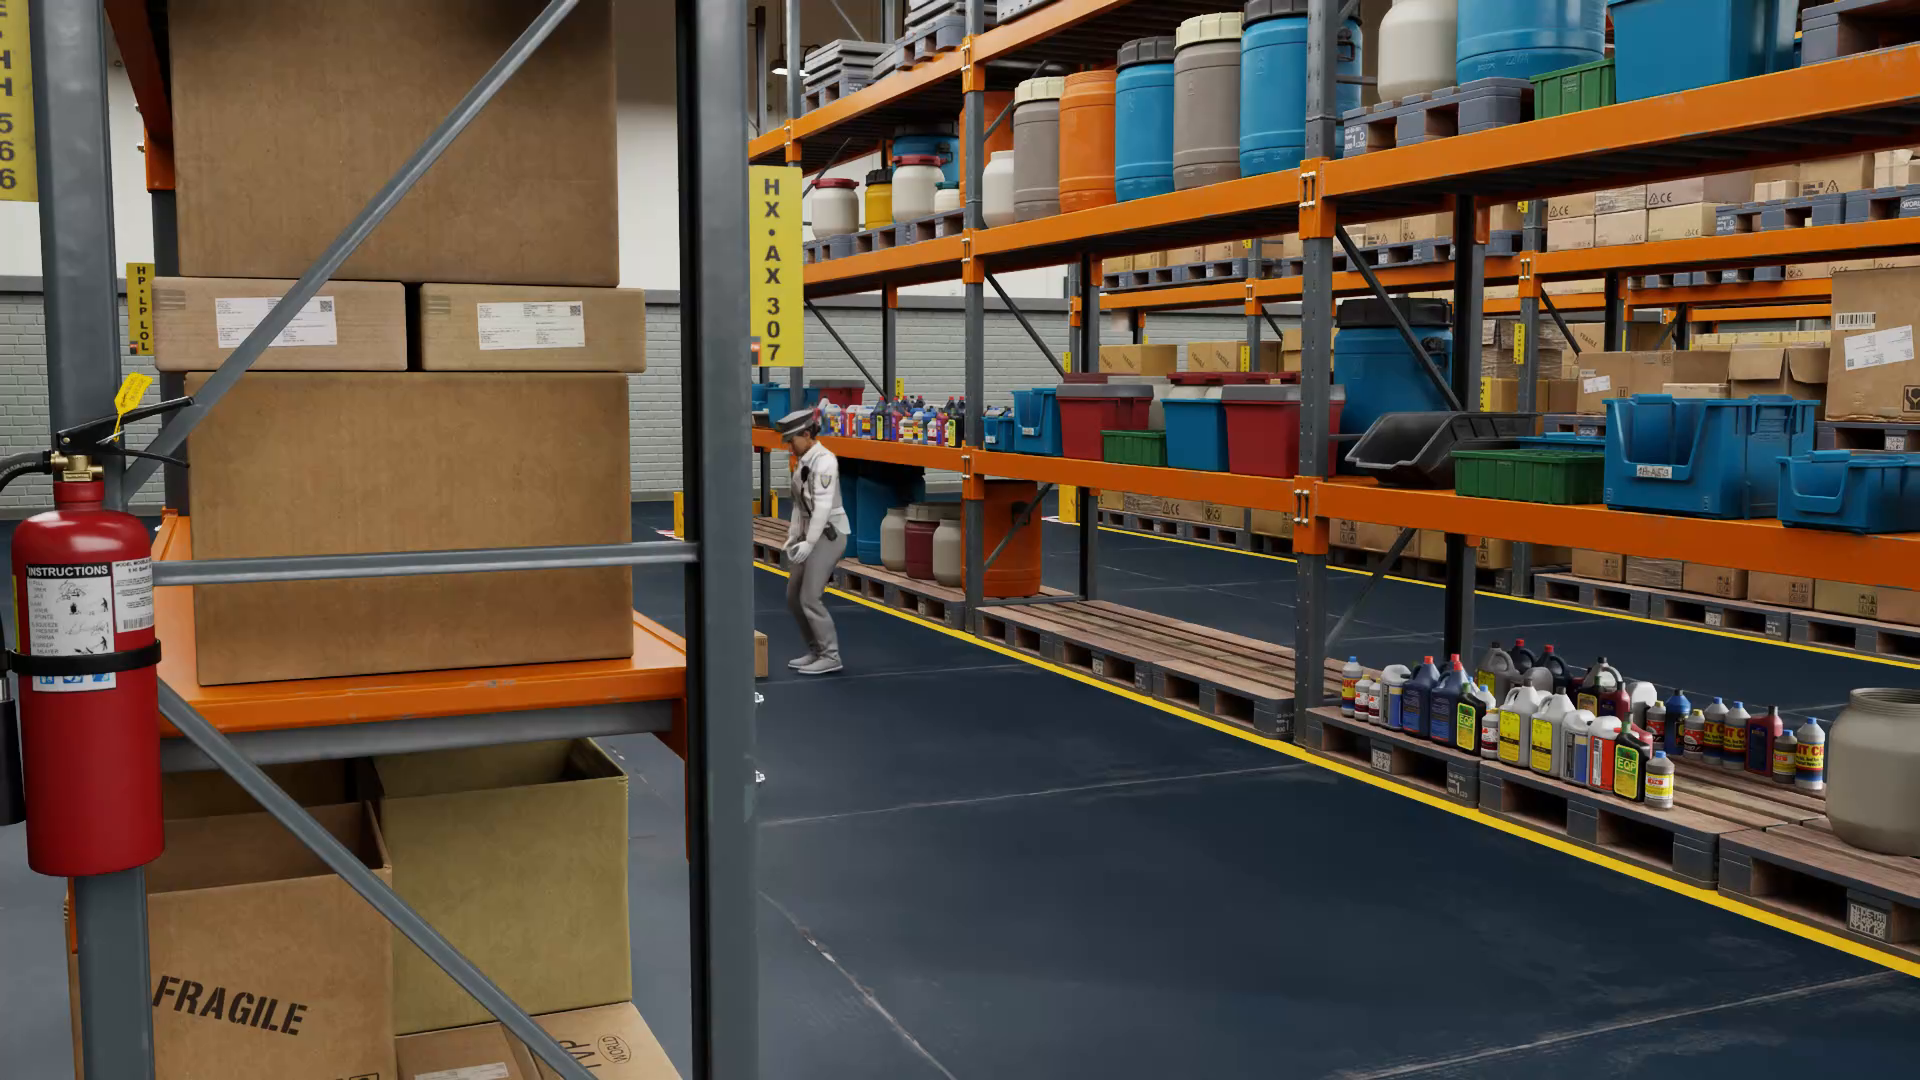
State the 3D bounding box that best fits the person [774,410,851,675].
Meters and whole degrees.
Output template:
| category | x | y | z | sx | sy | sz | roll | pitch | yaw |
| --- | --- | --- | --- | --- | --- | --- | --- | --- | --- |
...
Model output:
| category | x | y | z | sx | sy | sz | roll | pitch | yaw |
| --- | --- | --- | --- | --- | --- | --- | --- | --- | --- |
| person | -0.904 | 0.012 | 10.201 | 0.465 | 1.616 | 0.504 | -2 | 6 | -22 |
